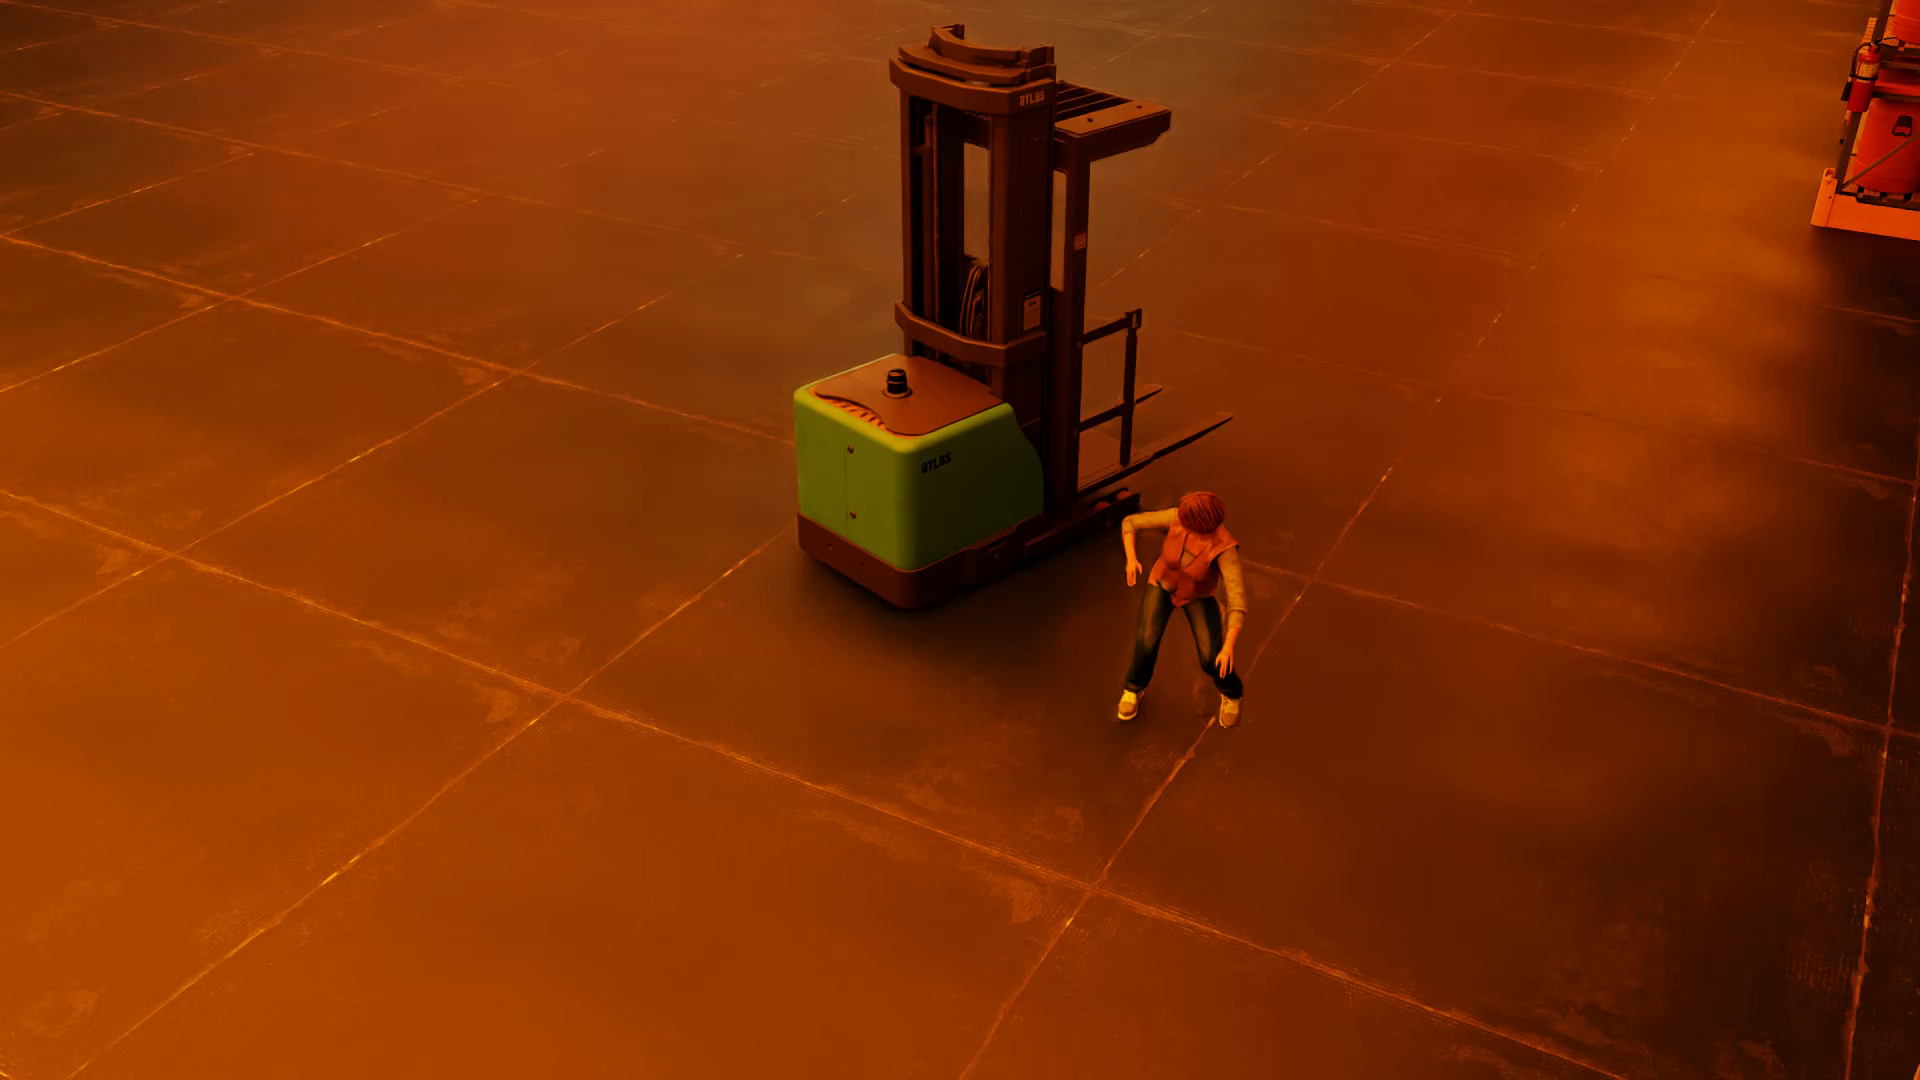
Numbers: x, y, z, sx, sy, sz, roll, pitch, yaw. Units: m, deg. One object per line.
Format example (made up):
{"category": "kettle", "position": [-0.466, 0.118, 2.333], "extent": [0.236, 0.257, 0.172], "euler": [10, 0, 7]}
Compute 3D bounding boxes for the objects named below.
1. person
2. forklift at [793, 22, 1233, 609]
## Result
{"category": "person", "position": [1.063, 0.353, 8.078], "extent": [0.686, 1.353, 0.811], "euler": [9, 31, 16]}
{"category": "forklift", "position": [0.469, -1.510, 9.687], "extent": [3.031, 2.935, 1.130], "euler": [-25, 38, -36]}
